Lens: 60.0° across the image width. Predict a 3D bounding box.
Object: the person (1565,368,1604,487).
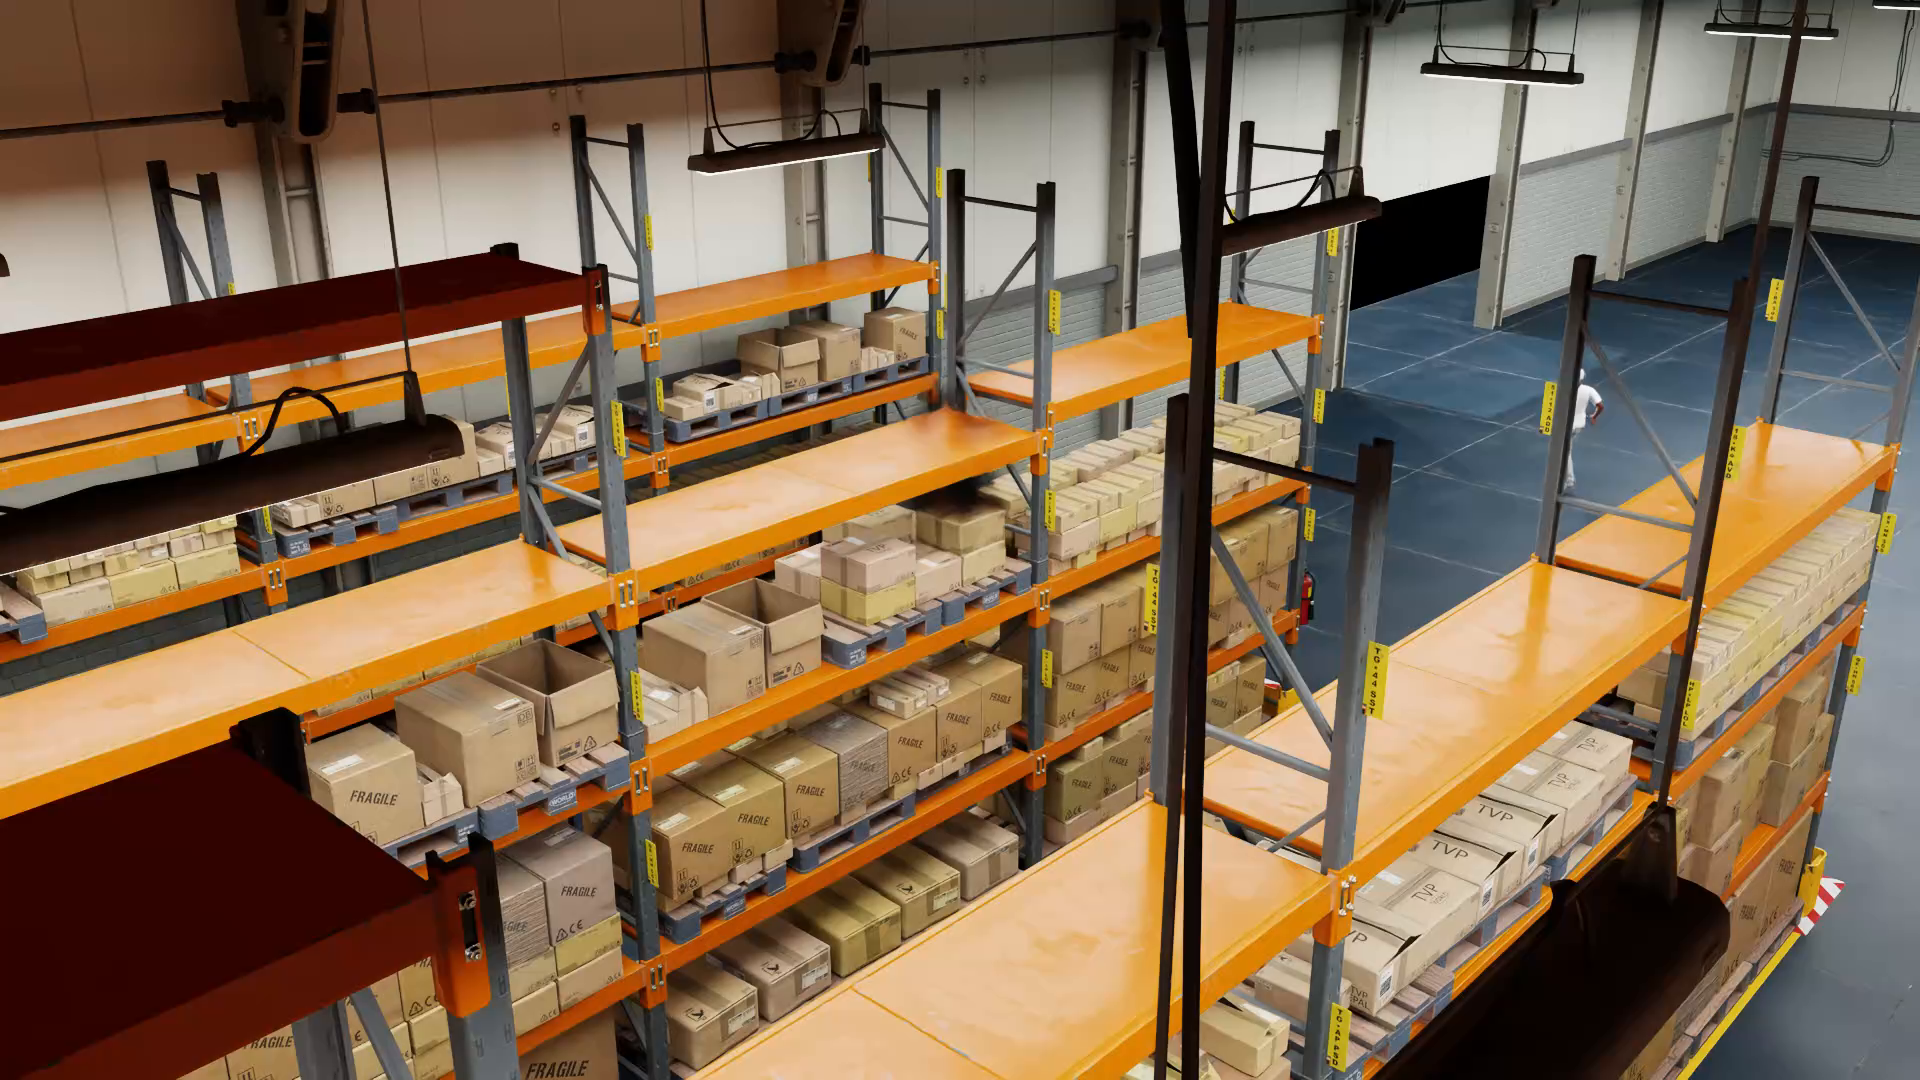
[{"bbox_3d":[8.676,-1.597,23.672,0.677,1.821,0.820,-3,21,-8],"label":"person"}]
